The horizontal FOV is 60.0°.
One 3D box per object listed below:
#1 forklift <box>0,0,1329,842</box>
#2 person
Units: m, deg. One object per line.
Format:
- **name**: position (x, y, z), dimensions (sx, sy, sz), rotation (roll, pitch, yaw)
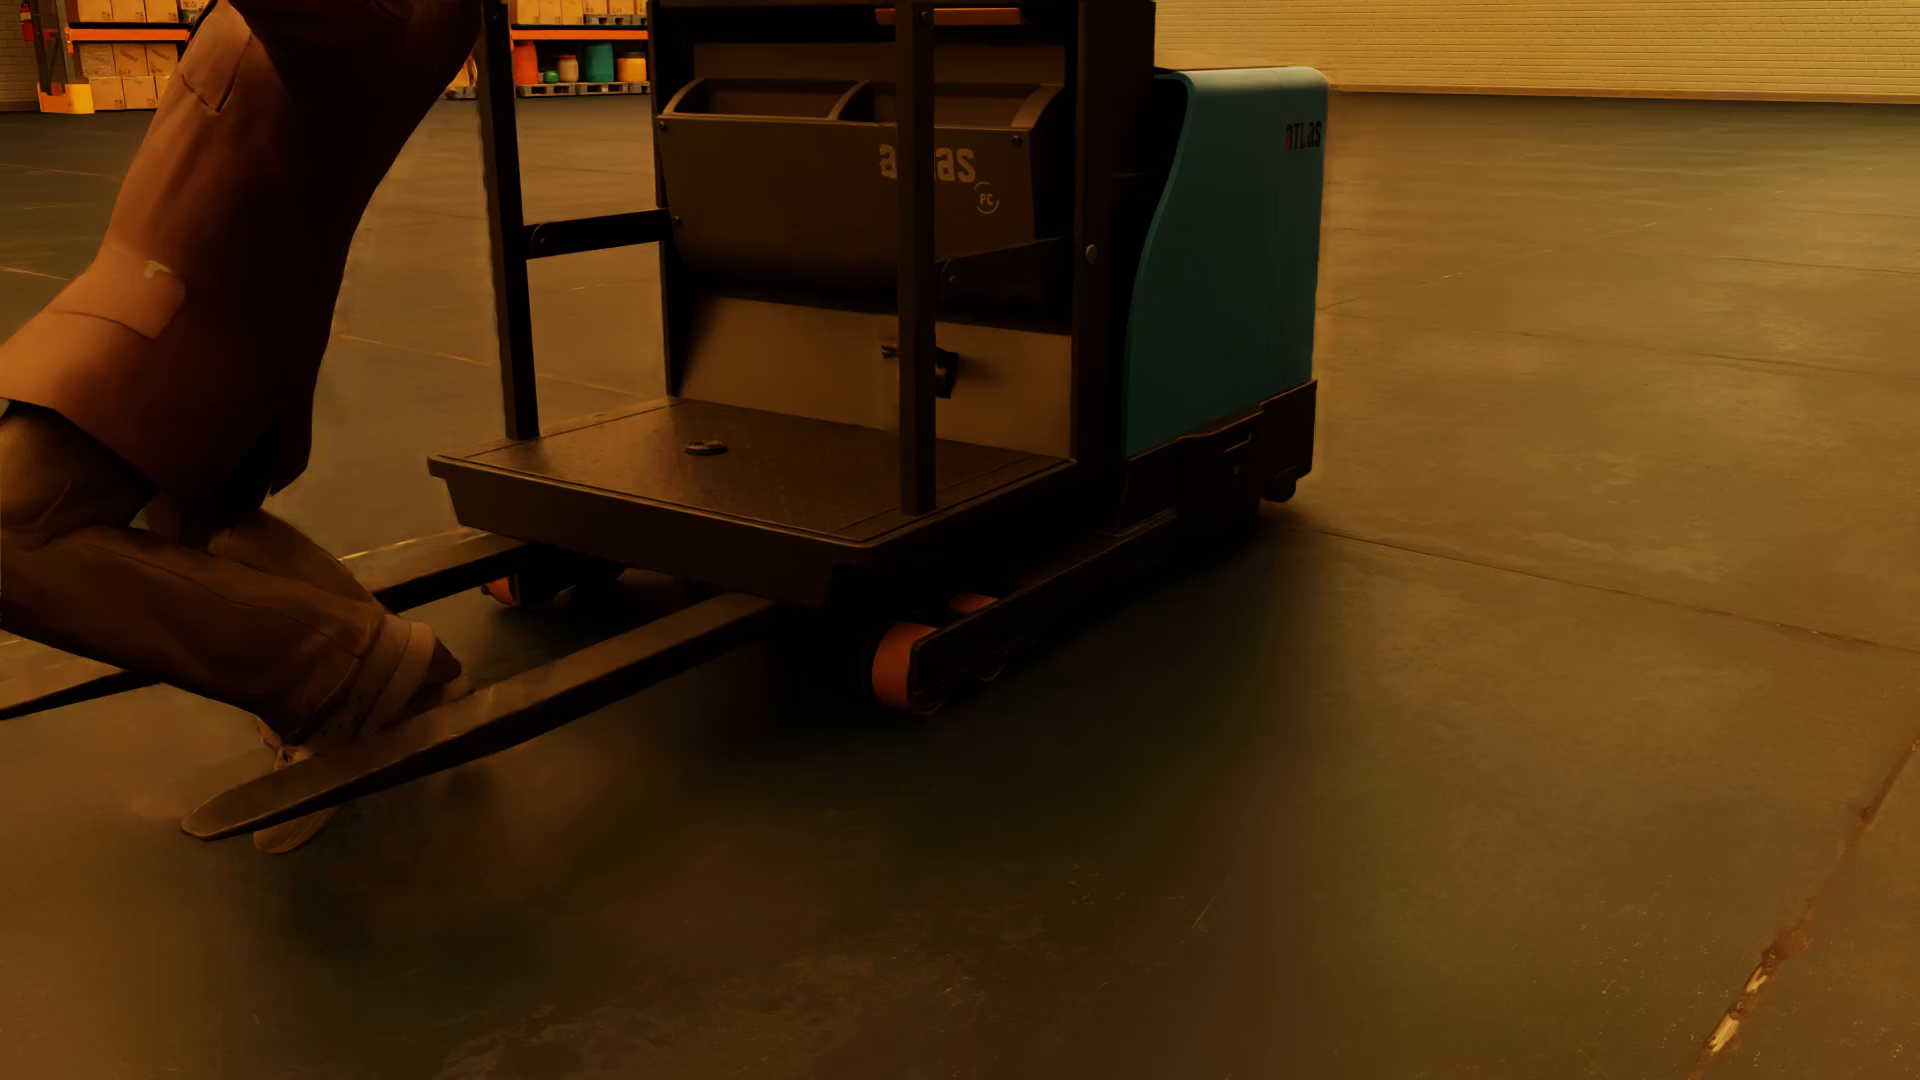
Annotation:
- **forklift**: position (-0.334, -1.250, 3.013), dimensions (1.130, 2.935, 3.031), rotation (11, 20, 32)
- **person**: position (-0.966, -0.432, 2.364), dimensions (0.741, 1.683, 1.038), rotation (-2, 17, -7)
